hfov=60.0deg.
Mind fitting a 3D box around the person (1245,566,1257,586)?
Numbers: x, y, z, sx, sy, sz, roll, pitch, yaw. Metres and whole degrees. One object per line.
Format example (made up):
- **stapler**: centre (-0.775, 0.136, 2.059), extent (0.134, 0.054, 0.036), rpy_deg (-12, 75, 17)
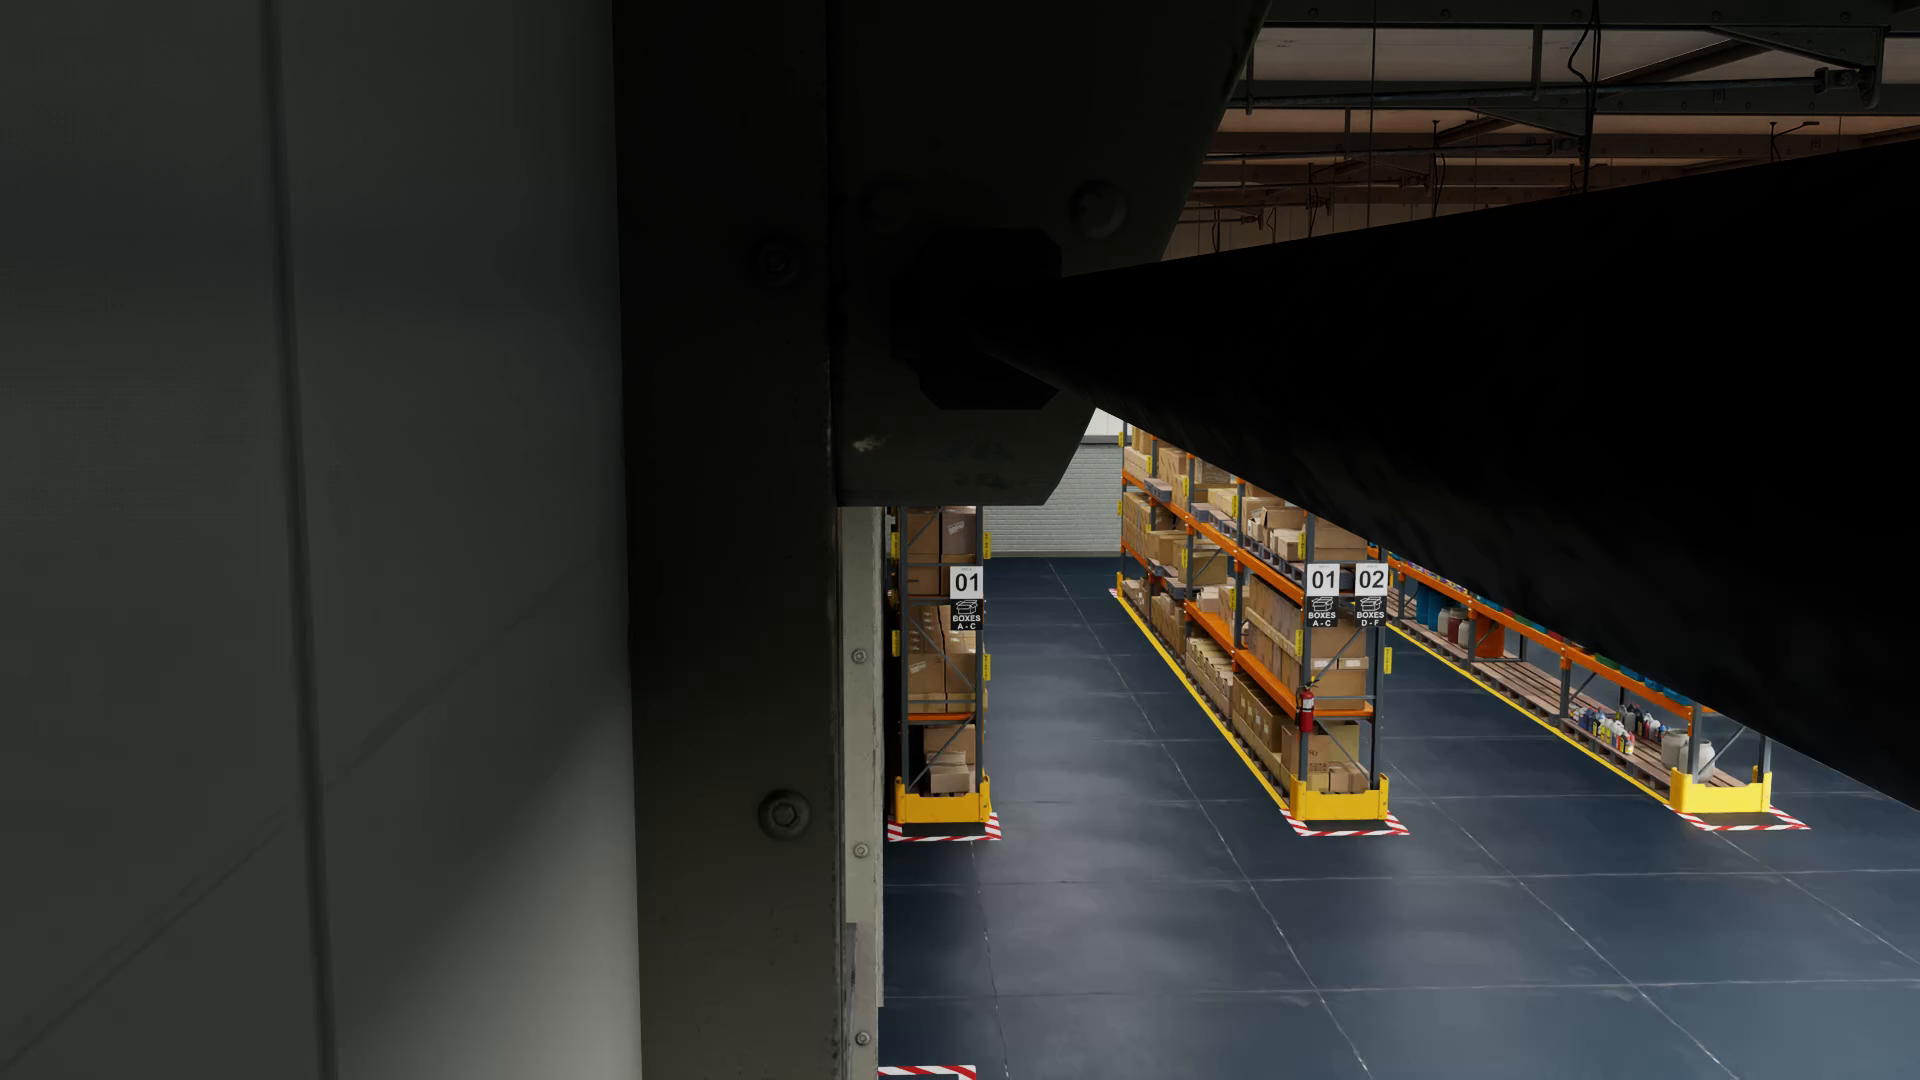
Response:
- **person**: centre (6.643, 0.208, 37.651), extent (0.663, 1.654, 0.443), rpy_deg (0, 8, -3)
